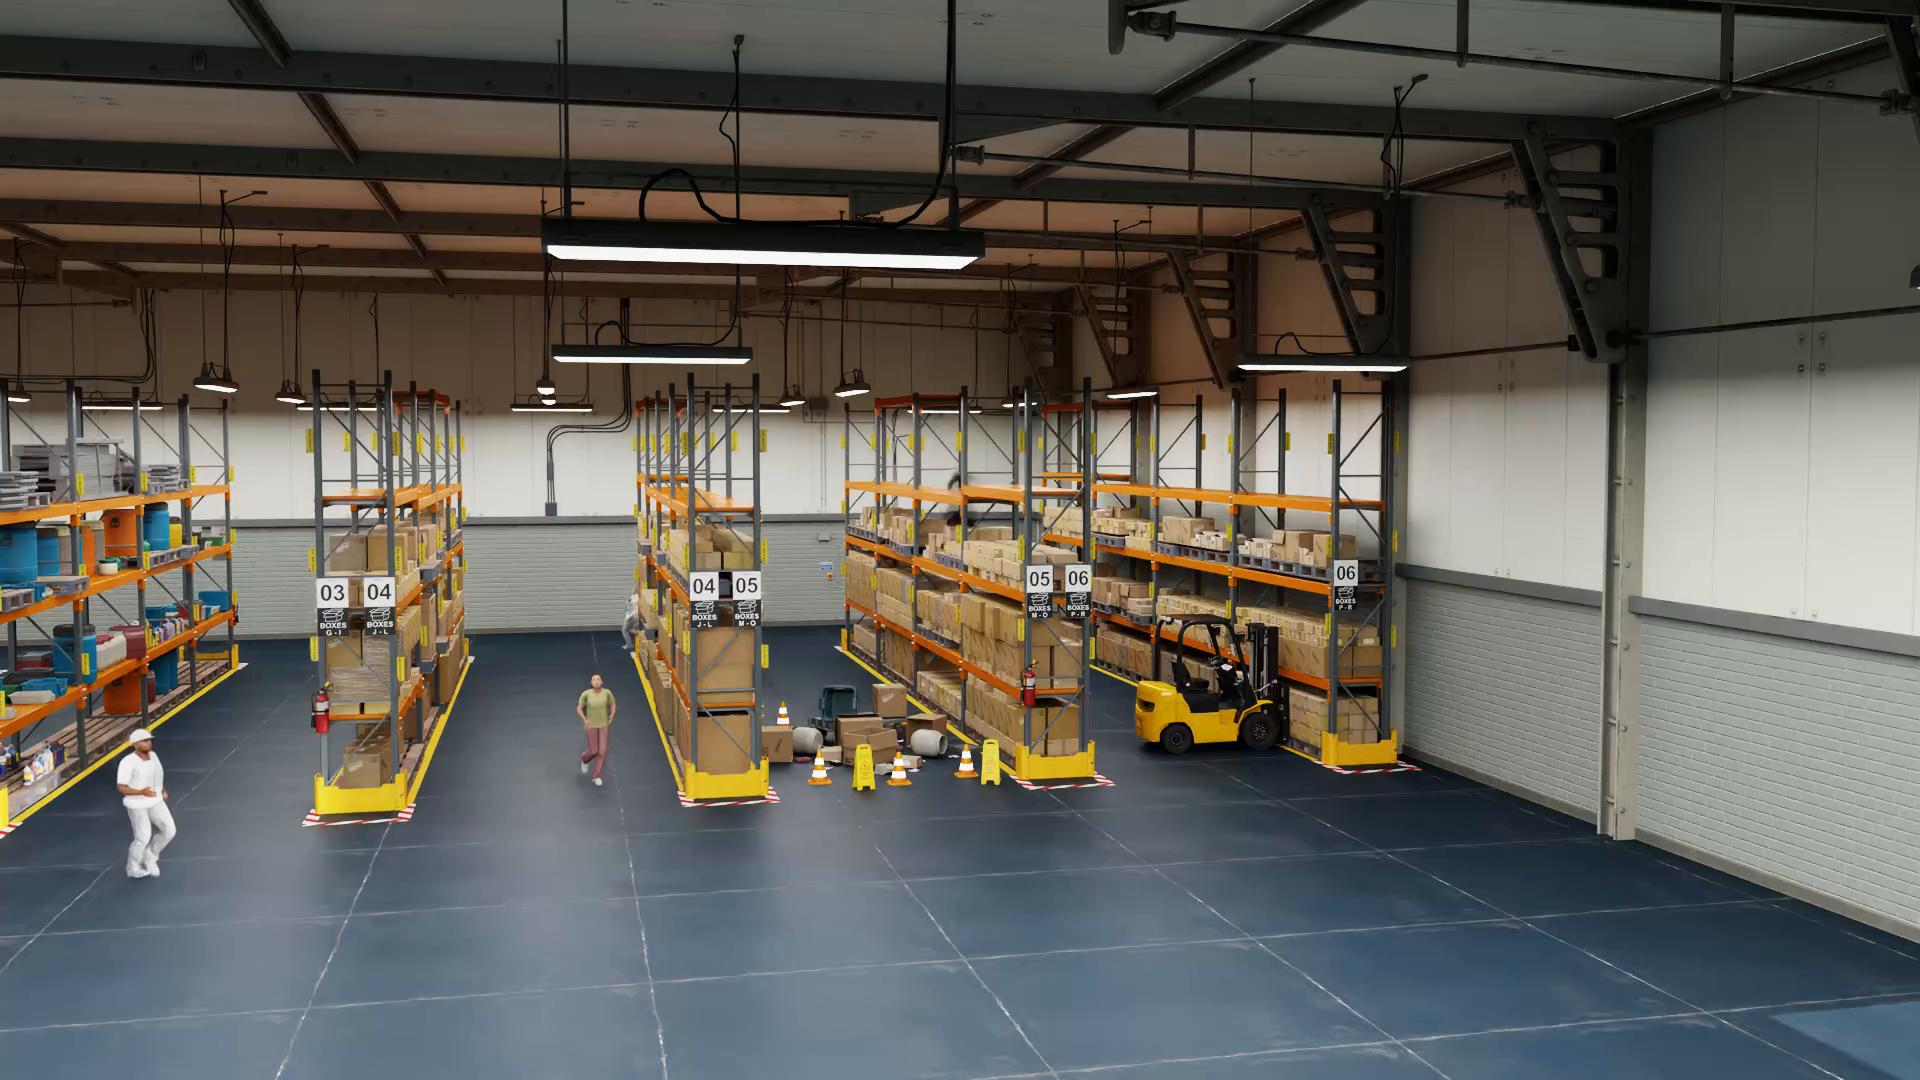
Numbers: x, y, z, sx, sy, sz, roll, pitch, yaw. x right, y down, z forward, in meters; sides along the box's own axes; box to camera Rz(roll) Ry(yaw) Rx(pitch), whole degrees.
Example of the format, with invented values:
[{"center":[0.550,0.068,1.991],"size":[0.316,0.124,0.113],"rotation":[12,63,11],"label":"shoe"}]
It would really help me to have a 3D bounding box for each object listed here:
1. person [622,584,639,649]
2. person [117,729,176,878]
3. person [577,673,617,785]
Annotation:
[{"center":[-7.972,1.862,40.359],"size":[0.548,1.609,0.674],"rotation":[0,3,-3],"label":"person"},{"center":[-9.299,3.027,19.036],"size":[0.657,1.746,0.672],"rotation":[1,4,21],"label":"person"},{"center":[-5.380,2.771,24.666],"size":[0.578,1.643,0.610],"rotation":[-1,4,-23],"label":"person"}]
